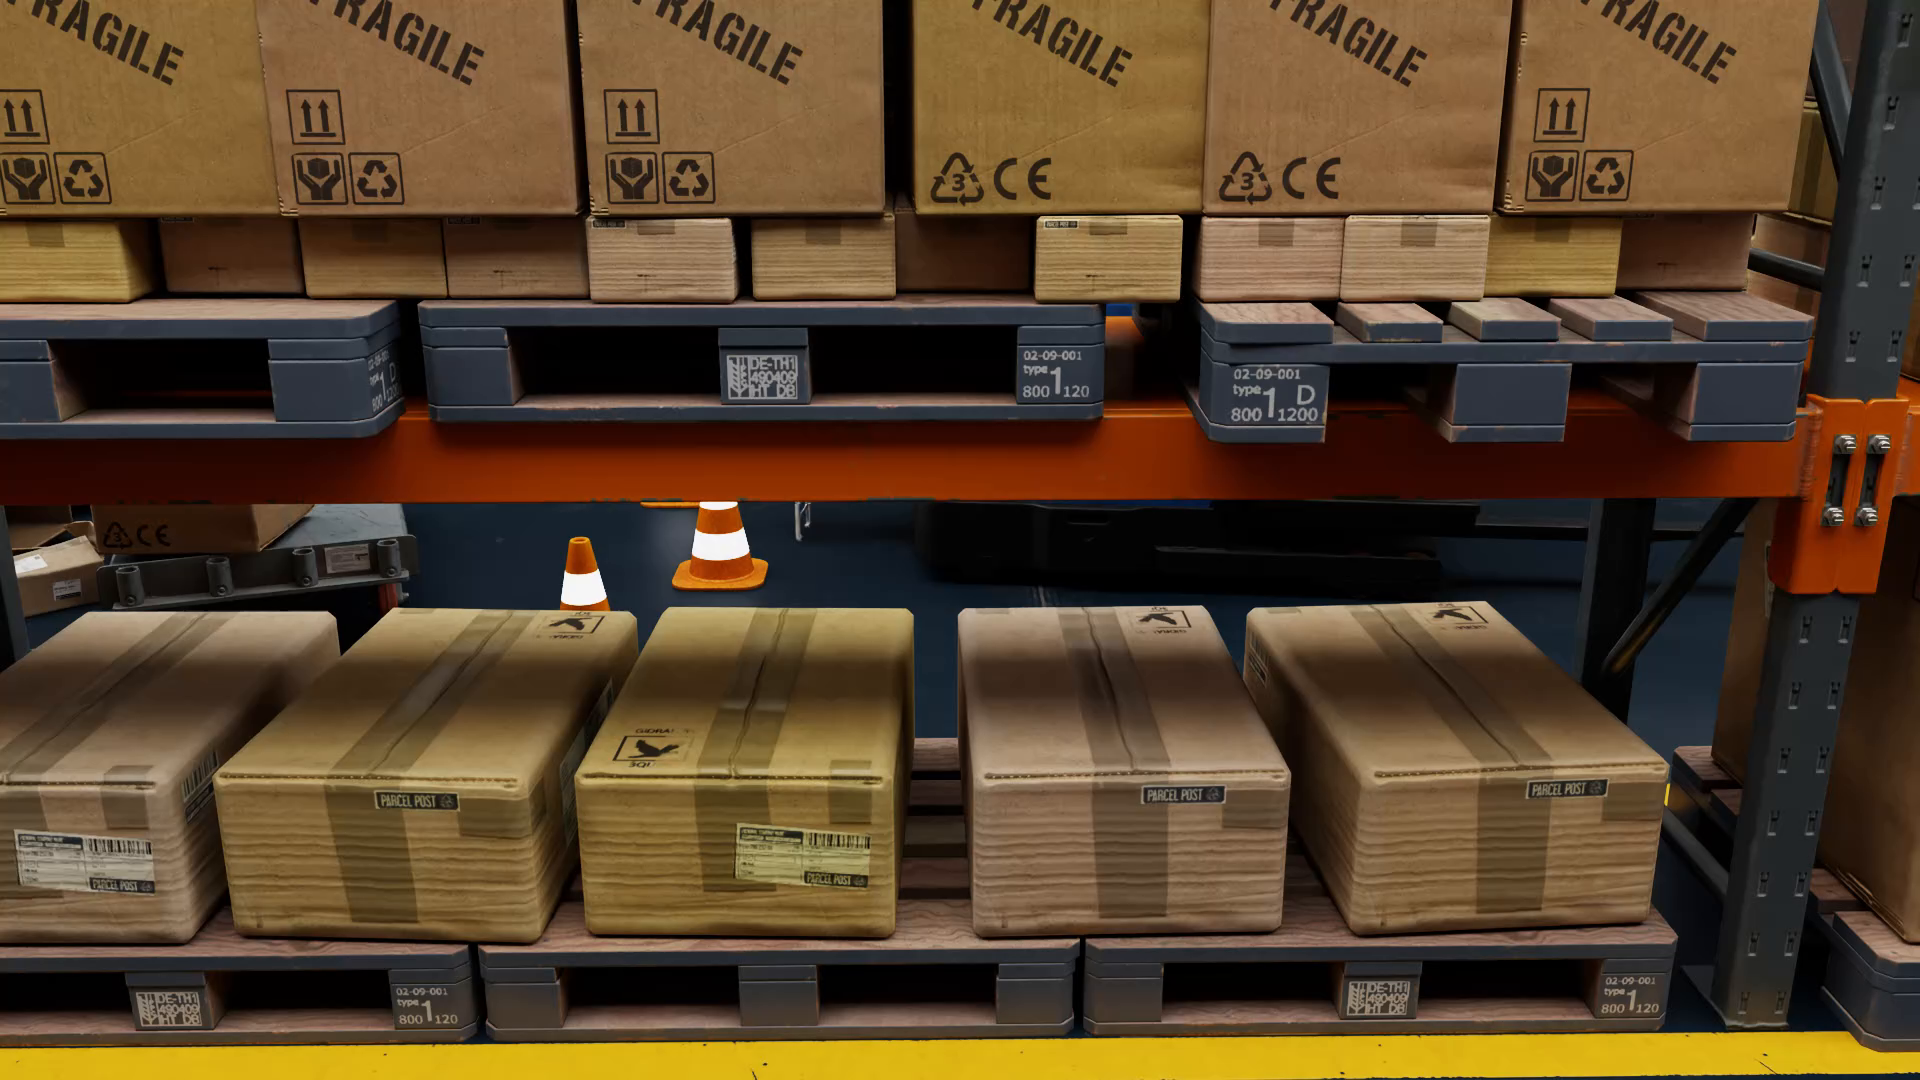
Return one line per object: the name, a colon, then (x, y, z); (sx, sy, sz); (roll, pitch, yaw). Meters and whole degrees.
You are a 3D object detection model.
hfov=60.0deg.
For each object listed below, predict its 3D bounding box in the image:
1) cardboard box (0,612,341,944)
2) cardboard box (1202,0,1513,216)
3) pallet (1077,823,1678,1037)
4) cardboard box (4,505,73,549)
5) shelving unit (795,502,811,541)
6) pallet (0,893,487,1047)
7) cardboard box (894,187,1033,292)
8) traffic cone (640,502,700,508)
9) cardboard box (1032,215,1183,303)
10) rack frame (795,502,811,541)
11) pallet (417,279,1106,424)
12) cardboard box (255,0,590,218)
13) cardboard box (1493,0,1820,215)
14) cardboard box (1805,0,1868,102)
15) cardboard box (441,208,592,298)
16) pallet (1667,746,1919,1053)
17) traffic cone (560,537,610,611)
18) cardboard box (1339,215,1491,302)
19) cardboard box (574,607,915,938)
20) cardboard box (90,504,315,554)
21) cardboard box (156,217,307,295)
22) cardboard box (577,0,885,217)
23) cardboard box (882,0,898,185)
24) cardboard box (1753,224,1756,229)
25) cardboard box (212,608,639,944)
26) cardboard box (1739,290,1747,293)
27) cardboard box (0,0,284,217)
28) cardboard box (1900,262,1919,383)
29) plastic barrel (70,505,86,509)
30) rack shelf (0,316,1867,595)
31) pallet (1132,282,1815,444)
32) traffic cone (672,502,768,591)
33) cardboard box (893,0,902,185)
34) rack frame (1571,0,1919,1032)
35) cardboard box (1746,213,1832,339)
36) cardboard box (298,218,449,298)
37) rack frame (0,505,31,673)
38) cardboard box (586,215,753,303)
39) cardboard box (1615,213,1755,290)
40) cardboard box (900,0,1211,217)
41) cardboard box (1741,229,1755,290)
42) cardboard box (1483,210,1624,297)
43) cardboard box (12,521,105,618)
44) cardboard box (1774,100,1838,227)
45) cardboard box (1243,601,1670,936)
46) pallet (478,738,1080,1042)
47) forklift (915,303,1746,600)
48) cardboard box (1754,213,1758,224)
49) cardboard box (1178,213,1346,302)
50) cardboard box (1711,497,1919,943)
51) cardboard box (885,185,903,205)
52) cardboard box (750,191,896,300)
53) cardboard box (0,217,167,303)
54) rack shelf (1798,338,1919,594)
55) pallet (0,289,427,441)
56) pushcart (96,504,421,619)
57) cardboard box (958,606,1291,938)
cardboard box: (-1.849, 0.493, 3.714); (0.625, 0.372, 0.950); (0, 18, 0)
cardboard box: (0.659, -0.870, 3.012); (0.500, 0.500, 0.500); (-1, 18, -2)
pallet: (0.844, 0.757, 3.842); (1.213, 0.211, 1.003); (0, 18, -1)
cardboard box: (-3.722, -0.200, 6.125); (0.503, 0.637, 0.797); (0, 18, -1)
shelving unit: (-0.383, -0.597, 6.445); (0.503, 1.200, 0.258); (2, 18, 5)
pallet: (-1.595, 0.769, 3.805); (1.213, 0.211, 1.003); (0, 18, -1)
cardboard box: (0.004, -0.576, 3.155); (0.250, 0.149, 0.380); (0, 18, 0)
traffic cone: (-1.188, -0.403, 7.047); (0.334, 0.463, 0.336); (0, 18, -1)
cardboard box: (0.257, -0.538, 3.039); (0.250, 0.149, 0.380); (0, 18, 0)
rack frame: (-0.626, -0.604, 6.468); (0.015, 1.200, 0.240); (2, 18, 5)
pallet: (-0.353, -0.461, 3.387); (1.213, 0.211, 1.003); (0, 18, -1)
cardboard box: (-0.905, -0.859, 2.978); (0.500, 0.500, 0.500); (0, 18, -1)
cardboard box: (1.176, -0.876, 3.030); (0.500, 0.500, 0.500); (-1, 18, -2)
cardboard box: (2.139, -1.180, 3.515); (0.500, 0.500, 0.500); (-1, 18, -2)
cardboard box: (-0.779, -0.554, 3.086); (0.250, 0.149, 0.380); (0, 18, 0)
pallet: (2.415, 0.773, 3.792); (1.213, 0.211, 1.003); (0, 18, -1)
traffic cone: (-1.156, 0.220, 5.105); (0.334, 0.463, 0.336); (0, 18, -1)
cardboard box: (0.784, -0.543, 3.052); (0.250, 0.149, 0.380); (0, 18, -1)
cardboard box: (-0.435, 0.485, 3.740); (0.625, 0.372, 0.950); (0, 18, 1)
cardboard box: (-2.432, -0.269, 5.327); (0.500, 0.500, 0.500); (0, 18, -1)
cardboard box: (-1.284, -0.564, 3.120); (0.250, 0.149, 0.380); (1, 18, 3)
cardboard box: (-0.392, -0.865, 2.996); (0.500, 0.500, 0.500); (-1, 18, -3)
cardboard box: (-0.380, -1.022, 3.486); (0.500, 0.500, 0.500); (-1, 18, -3)
cardboard box: (4.191, -1.392, 8.154); (0.500, 0.250, 0.500); (1, 18, 2)
cardboard box: (-1.131, 0.489, 3.728); (0.625, 0.372, 0.950); (1, 18, 3)
cardboard box: (3.684, -1.030, 8.254); (0.500, 0.500, 0.500); (-1, 18, -2)
cardboard box: (-1.400, -0.861, 2.983); (0.500, 0.500, 0.500); (0, 18, -1)
cardboard box: (2.119, -0.428, 3.217); (0.500, 0.250, 0.500); (-1, 18, -2)
plastic barrel: (-3.663, -0.365, 6.993); (0.421, 0.421, 0.512); (14, 22, 37)
rack shelf: (-0.374, -0.222, 3.506); (4.000, 0.370, 1.077); (0, 18, -1)
pallet: (0.915, -0.447, 3.343); (1.003, 0.211, 1.213); (0, 18, -1)
traffic cone: (-0.882, -0.087, 6.062); (0.334, 0.463, 0.336); (0, 18, -1)
cardboard box: (0.120, -1.022, 3.486); (0.500, 0.500, 0.500); (0, 18, 0)
rack frame: (1.626, -0.574, 3.426); (0.127, 3.000, 1.000); (0, 18, -1)
cardboard box: (2.127, -0.584, 3.704); (0.500, 0.250, 0.500); (-1, 18, -3)
cardboard box: (-1.026, -0.553, 3.084); (0.250, 0.149, 0.380); (0, 18, 0)
rack frame: (-2.374, -0.555, 3.366); (0.127, 3.000, 1.000); (0, 18, -1)
cardboard box: (-0.512, -0.539, 3.041); (0.250, 0.149, 0.380); (0, 18, 1)
cardboard box: (1.302, -0.581, 3.172); (0.250, 0.149, 0.380); (0, 18, 1)
cardboard box: (0.154, -0.867, 3.003); (0.500, 0.500, 0.500); (-1, 18, -5)
cardboard box: (3.663, -1.385, 8.133); (0.500, 0.250, 0.500); (-1, 18, -3)
cardboard box: (1.035, -0.558, 3.099); (0.250, 0.149, 0.380); (0, 18, 0)
cardboard box: (-3.222, 0.096, 5.815); (0.396, 0.266, 0.258); (-15, 23, -39)
cardboard box: (2.106, -0.821, 3.622); (0.500, 0.250, 0.500); (0, 18, -1)
cardboard box: (1.061, 0.477, 3.765); (0.625, 0.372, 0.950); (-1, 18, -5)
pallet: (-0.372, 0.762, 3.826); (1.213, 0.211, 1.003); (0, 18, -1)
forklift: (1.384, -1.355, 5.972); (3.031, 2.935, 1.130); (2, 18, 5)
cardboard box: (4.171, -1.545, 8.631); (0.500, 0.250, 0.500); (0, 18, 1)
cardboard box: (0.532, -0.544, 3.056); (0.250, 0.149, 0.380); (-1, 18, -3)
cardboard box: (2.318, 0.260, 3.618); (0.875, 0.875, 0.875); (0, 18, -1)
cardboard box: (-0.057, -0.698, 3.536); (0.250, 0.149, 0.380); (0, 18, 1)
cardboard box: (-0.246, -0.549, 3.073); (0.250, 0.149, 0.380); (-1, 18, -3)
cardboard box: (-1.566, -0.540, 3.043); (0.250, 0.149, 0.380); (0, 18, 0)
rack shelf: (3.626, -0.241, 3.566); (4.000, 0.370, 1.077); (0, 18, -1)
pallet: (-1.607, -0.423, 3.268); (1.213, 0.211, 1.003); (0, 18, -1)
pushcart: (-2.460, -0.002, 5.937); (0.936, 0.377, 1.648); (-7, 19, -20)
cardboard box: (0.323, 0.483, 3.746); (0.625, 0.372, 0.950); (-1, 18, -2)
